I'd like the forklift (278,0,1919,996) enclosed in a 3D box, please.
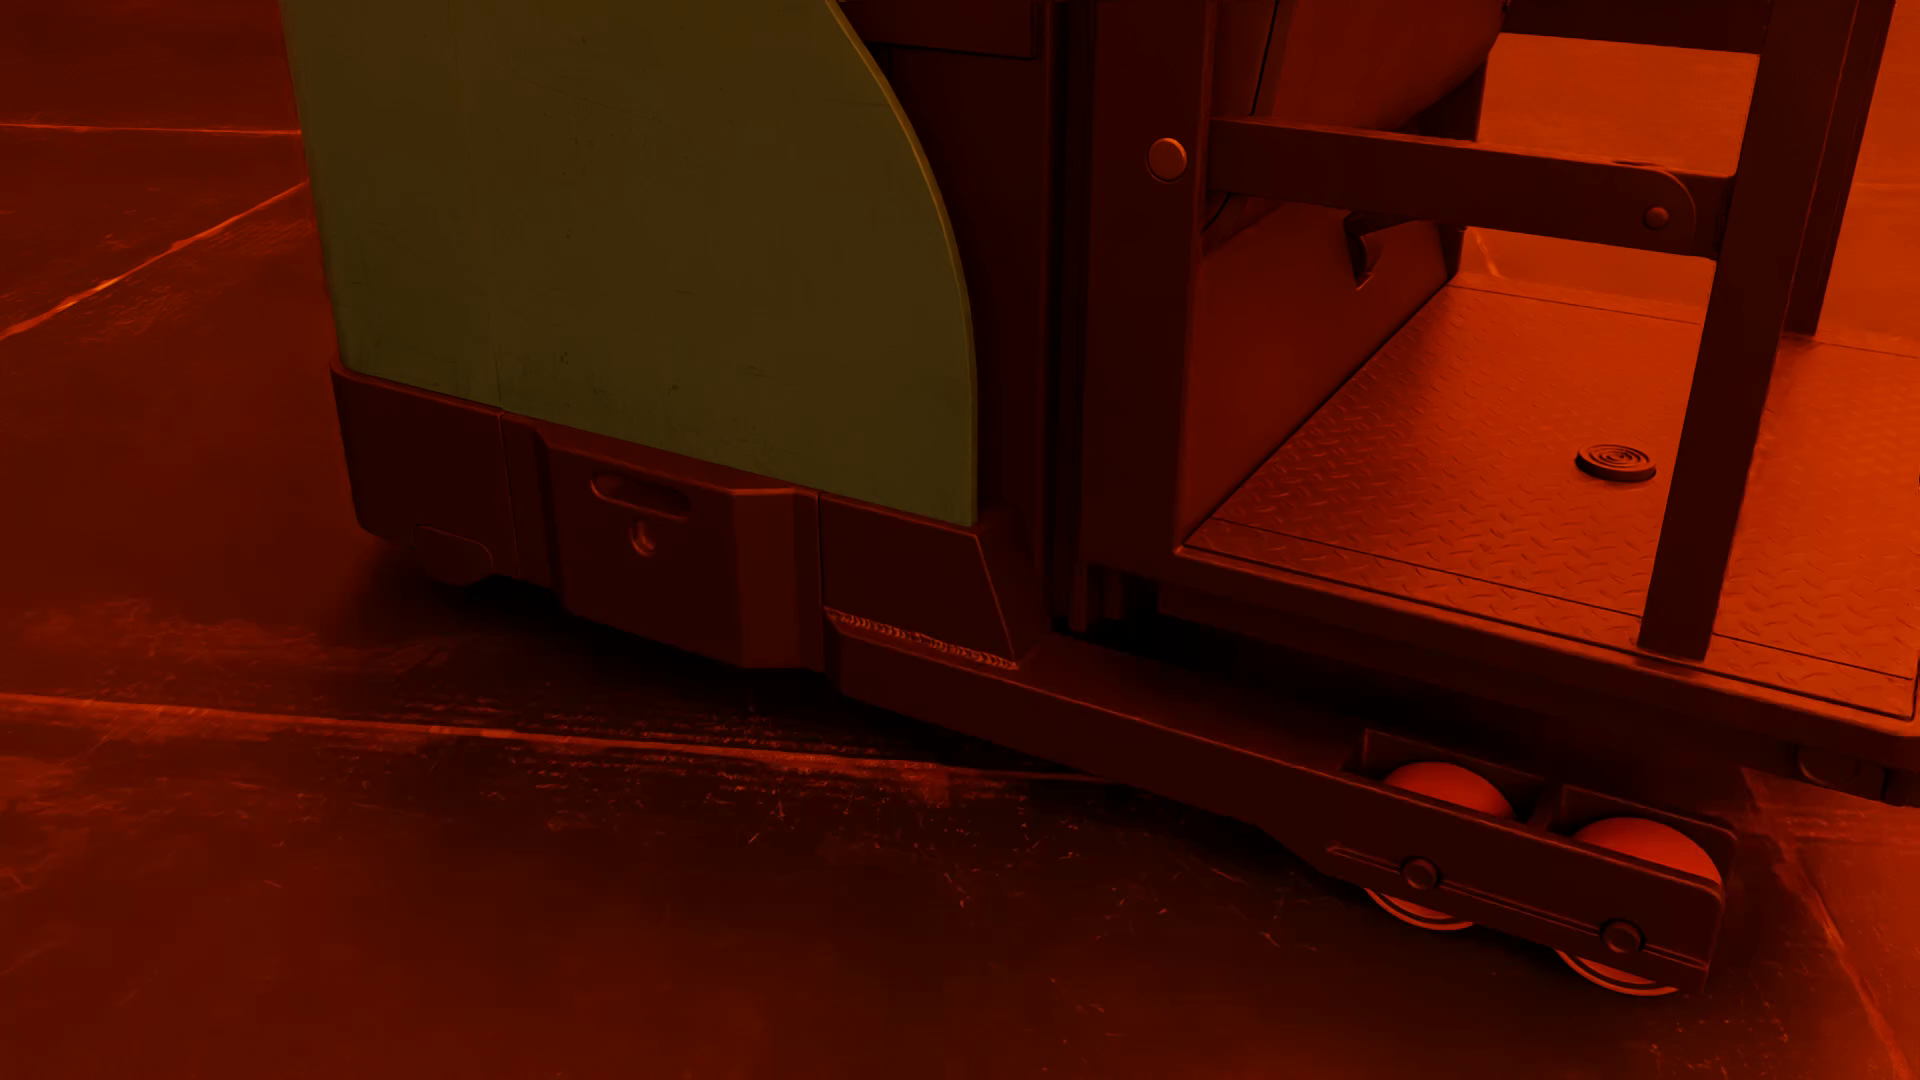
[{"bbox_3d":[0.659,-1.142,1.507,3.031,2.935,1.130,14,30,26],"label":"forklift"}]
